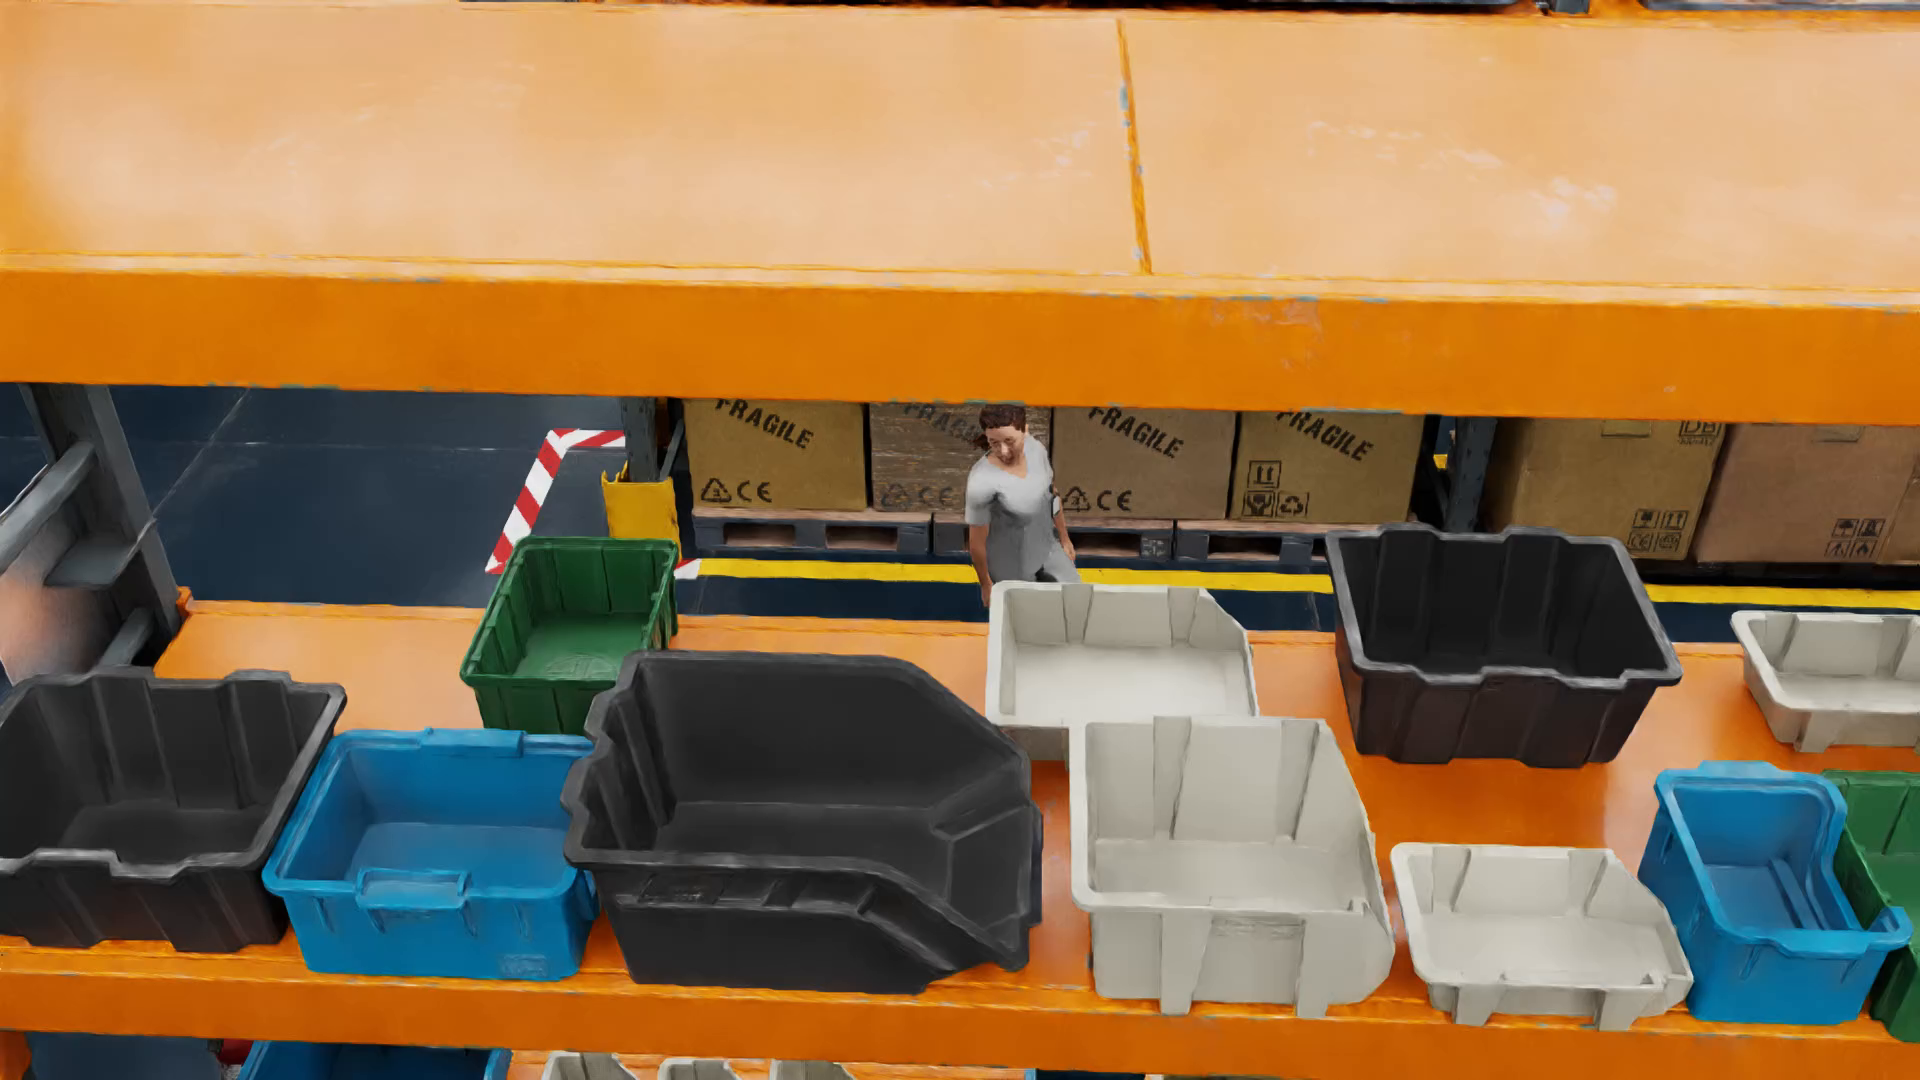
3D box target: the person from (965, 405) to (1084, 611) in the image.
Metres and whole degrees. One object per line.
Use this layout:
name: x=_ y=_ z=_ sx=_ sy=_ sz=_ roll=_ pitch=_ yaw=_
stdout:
person: x=0.289 y=0.099 z=6.984 sx=0.485 sy=1.659 sz=0.565 roll=26 pitch=43 yaw=31
